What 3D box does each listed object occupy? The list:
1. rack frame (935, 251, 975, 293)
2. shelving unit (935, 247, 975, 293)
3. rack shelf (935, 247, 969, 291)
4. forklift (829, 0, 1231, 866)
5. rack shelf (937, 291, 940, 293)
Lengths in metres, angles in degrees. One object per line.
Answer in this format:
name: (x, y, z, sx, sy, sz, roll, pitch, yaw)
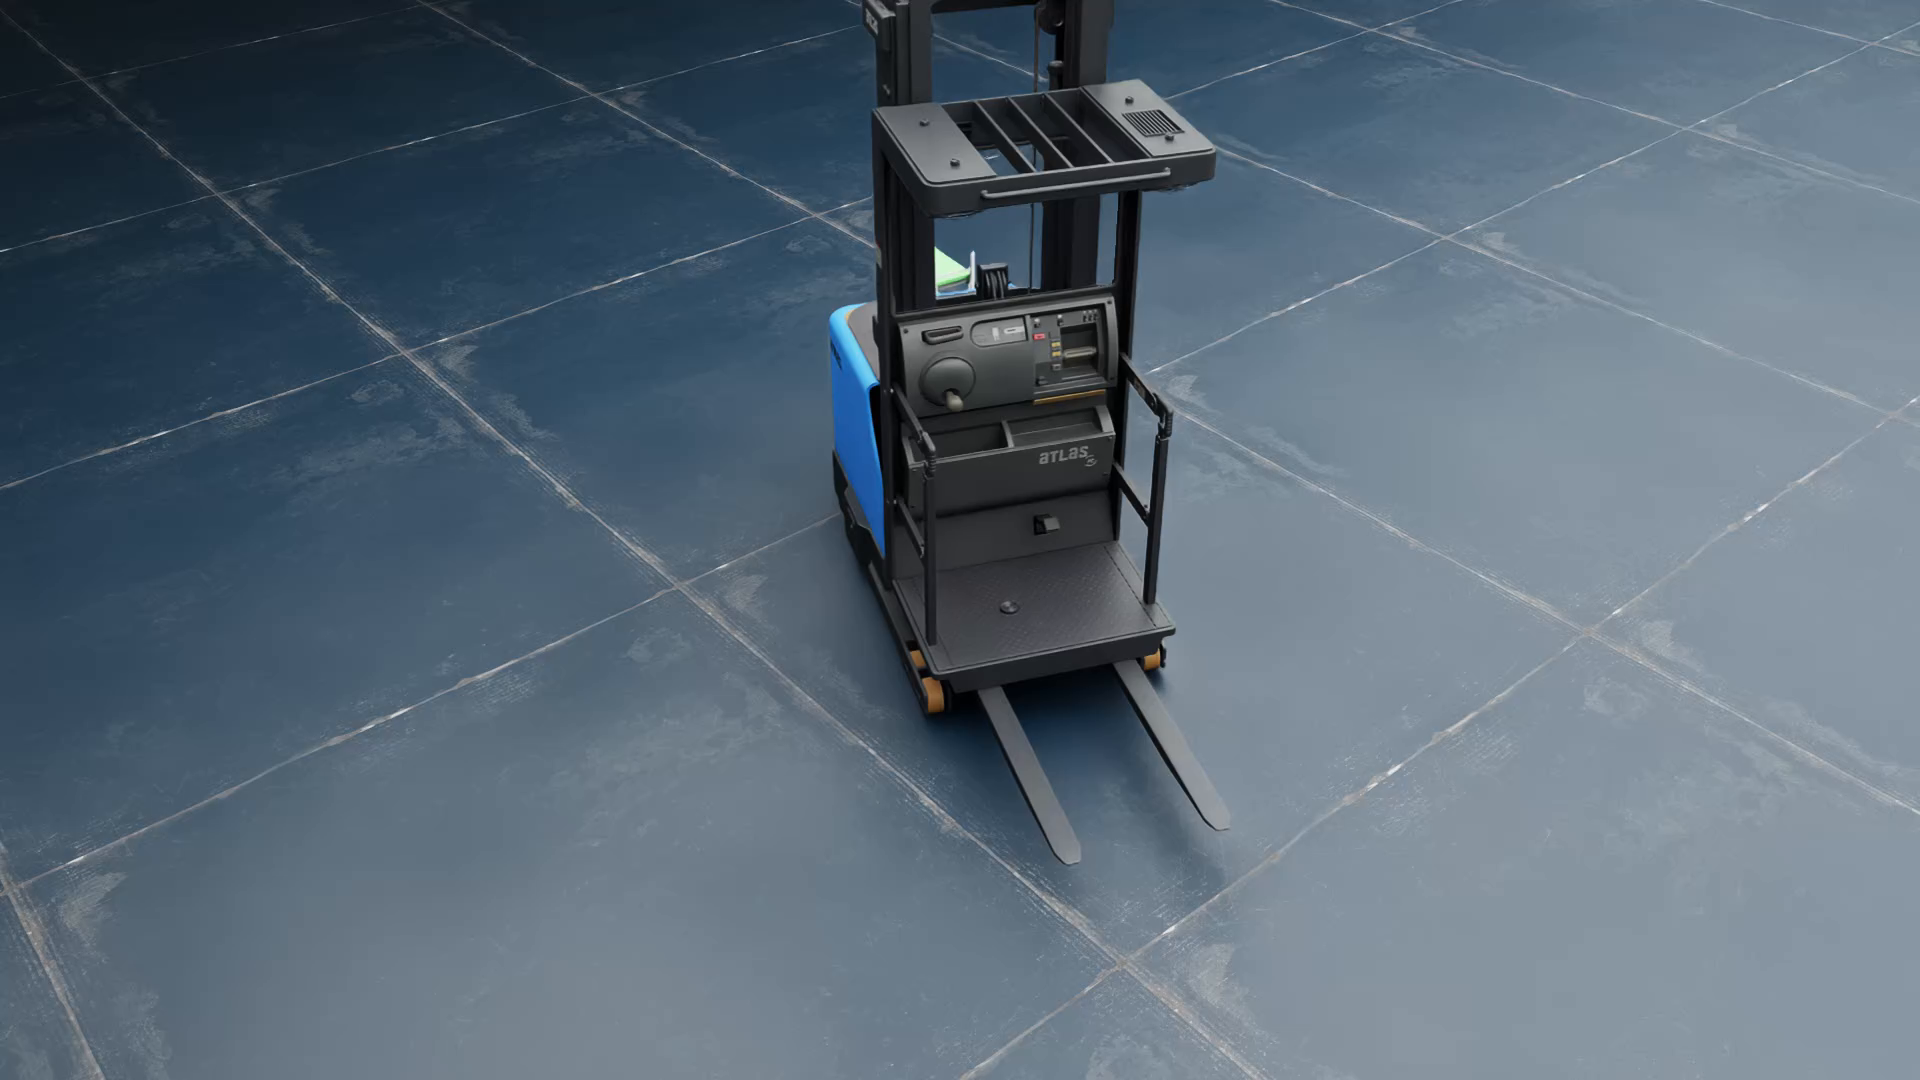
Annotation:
rack frame: (-0.033, -0.892, 8.471, 0.240, 1.200, 0.015, -20, 40, -26)
shelving unit: (-0.165, -1.010, 8.638, 0.258, 1.200, 0.503, -20, 40, -26)
rack shelf: (-0.165, -1.350, 8.398, 0.258, 0.148, 0.480, -20, 40, -26)
forklift: (0.273, -0.702, 6.705, 1.130, 2.935, 3.031, -10, 37, -14)
rack shelf: (-0.165, -1.154, 8.537, 0.258, 0.148, 0.480, -20, 40, -26)
